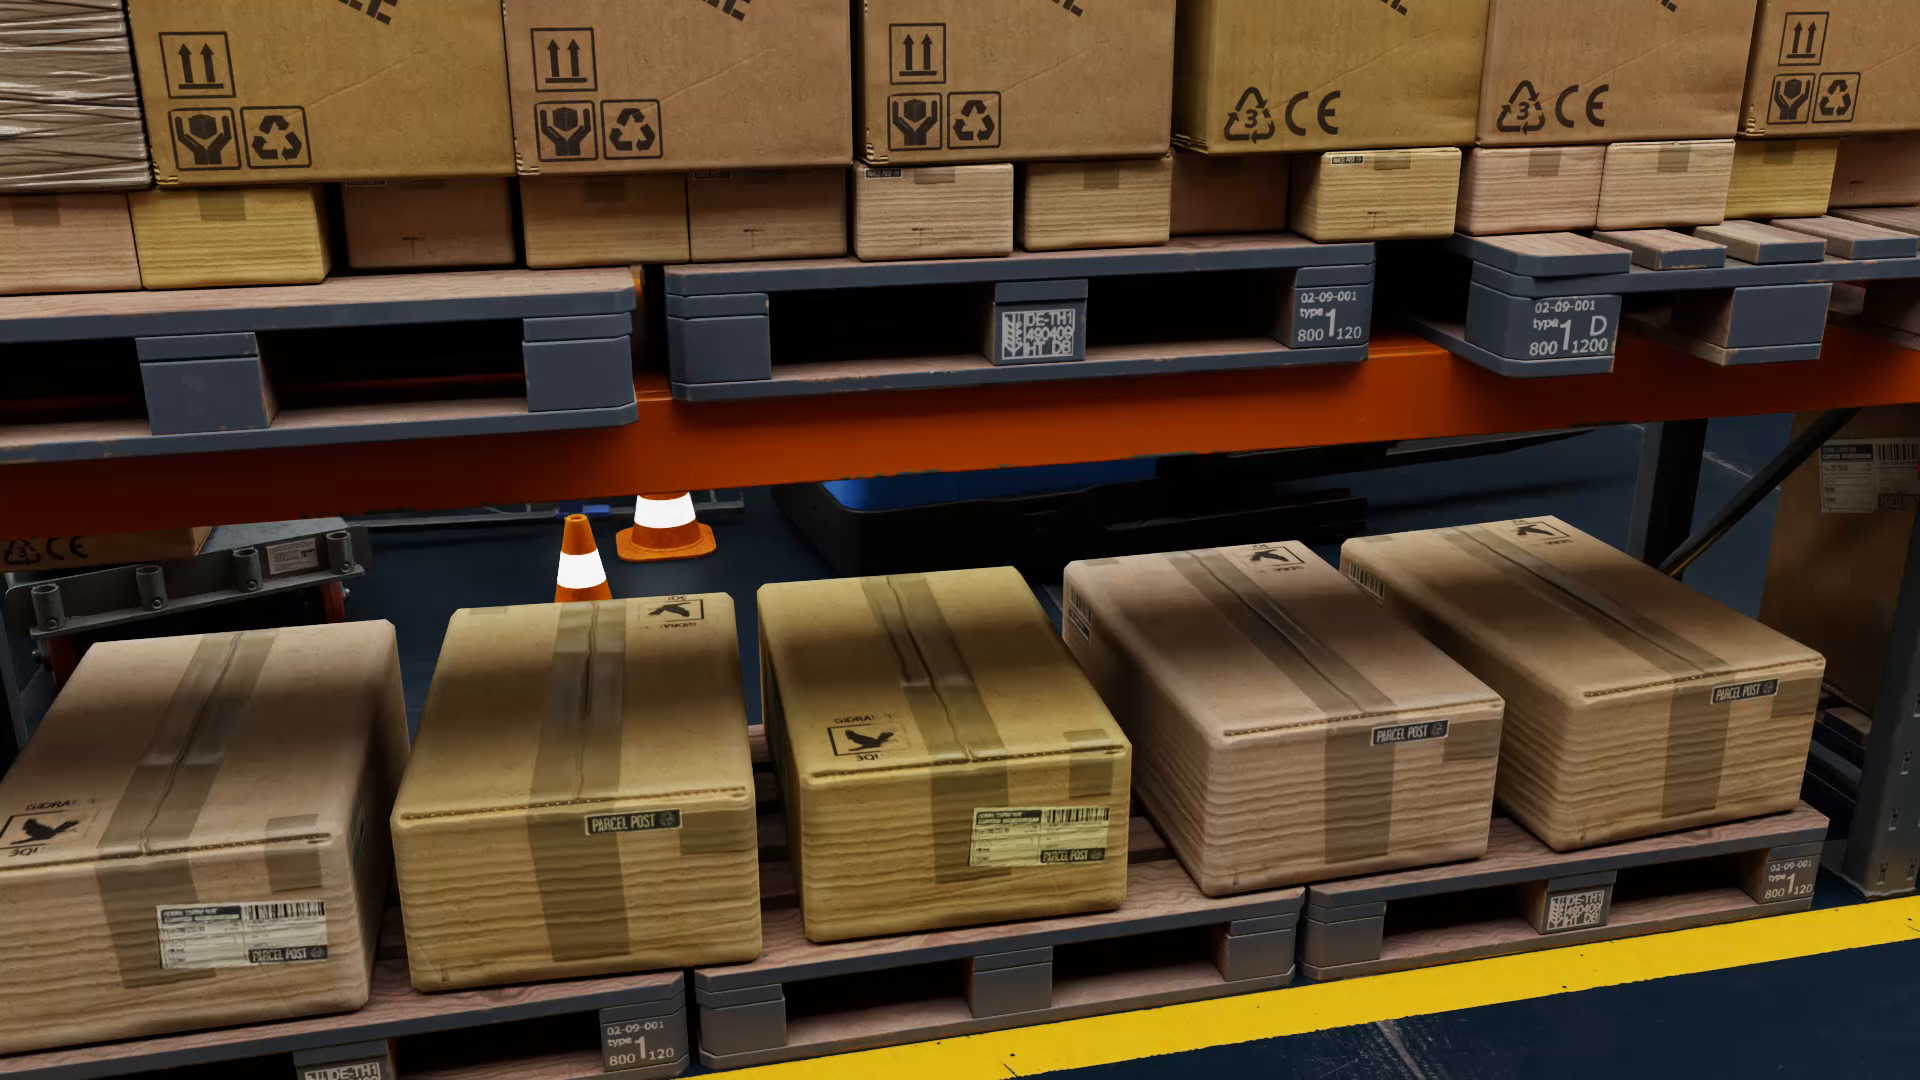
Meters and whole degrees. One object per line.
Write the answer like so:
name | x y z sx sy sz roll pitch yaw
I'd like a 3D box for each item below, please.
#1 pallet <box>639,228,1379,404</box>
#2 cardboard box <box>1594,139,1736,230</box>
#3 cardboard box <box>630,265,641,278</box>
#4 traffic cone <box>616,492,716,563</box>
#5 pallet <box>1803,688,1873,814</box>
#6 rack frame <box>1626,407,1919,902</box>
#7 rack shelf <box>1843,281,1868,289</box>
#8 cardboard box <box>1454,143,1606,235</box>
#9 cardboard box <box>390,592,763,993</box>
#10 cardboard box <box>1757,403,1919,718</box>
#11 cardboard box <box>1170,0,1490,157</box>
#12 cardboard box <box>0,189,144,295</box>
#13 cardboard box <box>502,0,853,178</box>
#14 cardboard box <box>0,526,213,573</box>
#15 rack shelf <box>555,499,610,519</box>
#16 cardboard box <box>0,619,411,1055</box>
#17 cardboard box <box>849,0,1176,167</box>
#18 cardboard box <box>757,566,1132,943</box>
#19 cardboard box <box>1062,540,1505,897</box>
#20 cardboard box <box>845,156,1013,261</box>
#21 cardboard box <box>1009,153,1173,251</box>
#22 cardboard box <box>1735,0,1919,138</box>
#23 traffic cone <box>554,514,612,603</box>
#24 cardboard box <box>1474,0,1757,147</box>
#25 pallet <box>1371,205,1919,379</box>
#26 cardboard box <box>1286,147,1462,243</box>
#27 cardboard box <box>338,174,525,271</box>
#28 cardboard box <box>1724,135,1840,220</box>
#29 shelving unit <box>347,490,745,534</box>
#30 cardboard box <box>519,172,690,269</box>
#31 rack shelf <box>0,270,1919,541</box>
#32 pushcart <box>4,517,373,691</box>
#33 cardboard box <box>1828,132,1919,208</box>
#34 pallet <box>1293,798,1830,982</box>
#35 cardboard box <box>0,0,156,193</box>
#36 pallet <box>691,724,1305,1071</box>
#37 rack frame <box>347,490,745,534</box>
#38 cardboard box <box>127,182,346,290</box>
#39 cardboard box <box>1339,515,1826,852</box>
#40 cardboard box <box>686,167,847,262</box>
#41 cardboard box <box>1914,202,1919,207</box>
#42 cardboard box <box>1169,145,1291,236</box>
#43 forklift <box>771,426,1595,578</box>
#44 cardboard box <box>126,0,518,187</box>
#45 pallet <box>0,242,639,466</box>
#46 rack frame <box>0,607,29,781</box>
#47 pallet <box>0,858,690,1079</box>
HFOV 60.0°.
pallet | 0.017 -0.526 3.169 1.213 0.211 1.003 -5 21 -12
cardboard box | 1.190 -0.681 3.067 0.250 0.149 0.380 -5 21 -13
cardboard box | -1.673 -1.414 7.974 0.750 0.750 1.050 -5 21 -12
traffic cone | -1.022 -0.203 5.697 0.334 0.463 0.336 -5 21 -12
pallet | 2.719 0.485 4.182 1.213 0.211 1.003 -5 21 -12
rack frame | 1.934 -0.787 3.601 0.127 3.000 1.000 -5 21 -12
rack shelf | 3.880 -0.607 4.157 4.000 0.370 1.077 -5 21 -12
cardboard box | 0.943 -0.664 3.020 0.250 0.149 0.380 -6 21 -15
cardboard box | -0.750 0.466 3.391 0.625 0.372 0.950 -3 20 -9
cardboard box | 2.625 -0.013 3.968 0.875 0.875 0.875 -5 21 -13
cardboard box | 0.564 -0.957 2.877 0.500 0.500 0.500 -6 21 -16
cardboard box | -1.348 -0.487 2.539 0.250 0.149 0.380 -4 21 -12
cardboard box | -0.465 -0.869 2.639 0.500 0.500 0.500 -5 21 -13
cardboard box | -2.398 -0.245 4.657 0.500 0.500 0.500 -5 21 -12
rack shelf | -1.347 -0.637 5.798 0.185 1.000 0.538 -3 31 -14
cardboard box | -1.449 0.524 3.232 0.625 0.372 0.950 -4 21 -12
cardboard box | 0.033 -0.914 2.760 0.500 0.500 0.500 -6 21 -15
cardboard box | -0.074 0.411 3.543 0.625 0.372 0.950 -4 20 -11
cardboard box | 0.666 0.352 3.701 0.625 0.372 0.950 -5 21 -14
cardboard box | -0.073 -0.581 2.795 0.250 0.149 0.380 -4 20 -10
cardboard box | 0.179 -0.612 2.879 0.250 0.149 0.380 -5 21 -14
cardboard box | 1.556 -1.041 3.108 0.500 0.500 0.500 -5 21 -14
traffic cone | -1.074 0.154 4.721 0.334 0.463 0.336 -5 21 -12
cardboard box | 1.055 -0.997 2.987 0.500 0.500 0.500 -5 21 -13
pallet | 1.265 -0.605 3.383 1.003 0.211 1.213 -5 21 -12
cardboard box | 0.678 -0.637 2.948 0.250 0.149 0.380 -4 21 -12
cardboard box | -0.845 -0.552 2.716 0.250 0.149 0.380 -3 20 -9
cardboard box | 1.425 -0.716 3.162 0.250 0.149 0.380 -4 21 -12
shelving unit | -1.521 -0.627 5.754 1.500 1.048 0.538 -3 31 -14
cardboard box | -0.585 -0.559 2.733 0.250 0.149 0.380 -4 21 -12
rack shelf | -0.012 -0.291 3.293 4.000 0.370 1.077 -5 21 -12
pushcart | -2.532 0.002 5.261 0.936 0.377 1.648 -13 24 -31
cardboard box | 1.669 -0.761 3.286 0.250 0.149 0.380 -4 20 -10
pallet | 1.173 0.584 3.913 1.213 0.211 1.003 -5 21 -12
cardboard box | -1.437 -0.795 2.436 0.500 0.500 0.500 -4 21 -11
pallet | -0.012 0.679 3.653 1.213 0.211 1.003 -5 21 -12
rack frame | -1.558 -0.187 6.007 1.500 0.032 0.500 -3 31 -14
cardboard box | -1.103 -0.504 2.585 0.250 0.149 0.380 -4 21 -11
cardboard box | 1.382 0.291 3.868 0.625 0.372 0.950 -6 21 -16
cardboard box | -0.344 -0.577 2.785 0.250 0.149 0.380 -4 21 -12
cardboard box | 2.366 -0.843 3.974 0.500 0.250 0.500 -5 21 -14
cardboard box | 0.405 -0.659 3.009 0.250 0.149 0.380 -4 21 -12
forklift | 0.884 -1.512 5.680 3.031 2.935 1.130 -7 21 -20
cardboard box | -0.949 -0.835 2.544 0.500 0.500 0.500 -5 21 -12
pallet | -1.181 -0.392 2.802 1.213 0.211 1.003 -5 21 -12
rack frame | -1.959 -0.470 2.737 0.127 3.000 1.000 -5 21 -12
pallet | -1.201 0.777 3.386 1.213 0.211 1.003 -5 21 -12
